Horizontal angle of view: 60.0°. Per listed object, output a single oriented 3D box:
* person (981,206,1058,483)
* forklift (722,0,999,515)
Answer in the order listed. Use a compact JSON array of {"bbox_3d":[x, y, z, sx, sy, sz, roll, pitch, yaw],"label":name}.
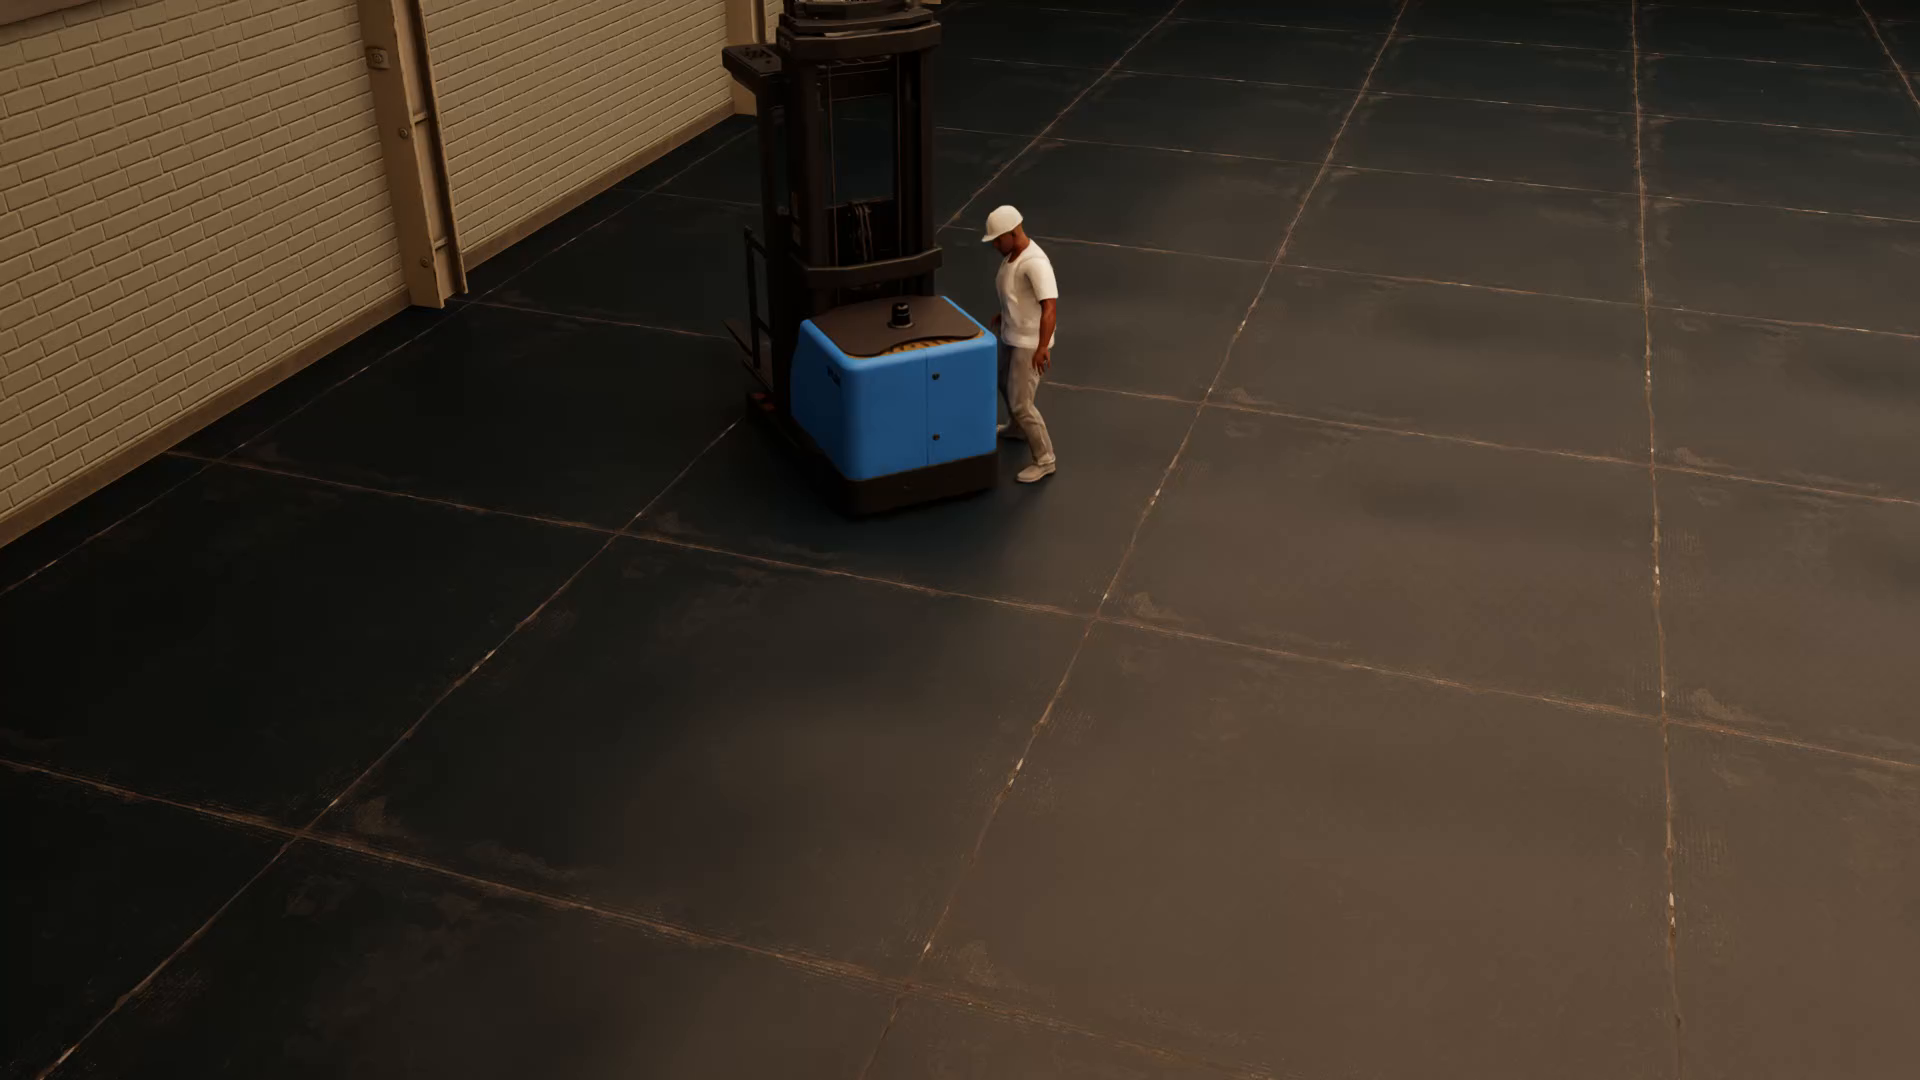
[{"bbox_3d":[0.359,-1.291,10.653,0.437,1.718,0.973,-7,30,-13],"label":"person"},{"bbox_3d":[-0.836,-2.135,10.881,1.130,2.935,3.031,-13,32,-22],"label":"forklift"}]
